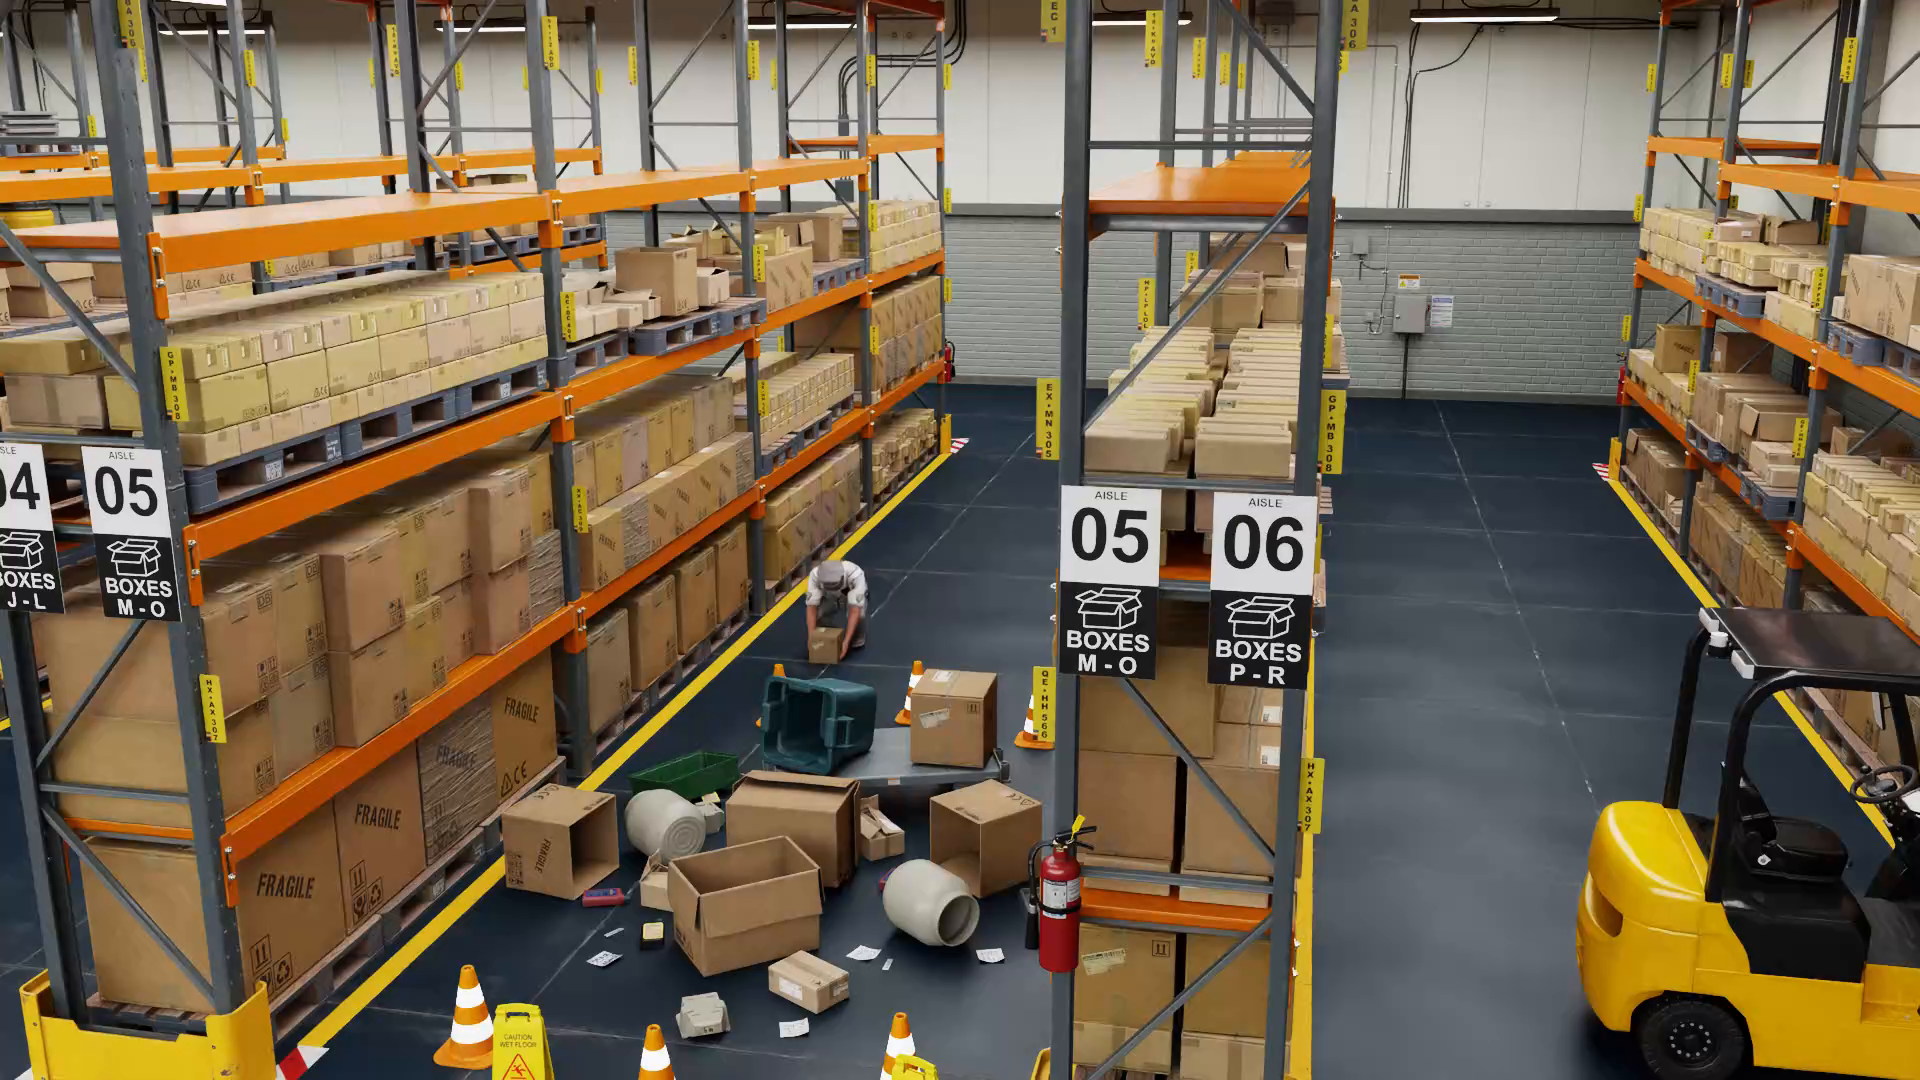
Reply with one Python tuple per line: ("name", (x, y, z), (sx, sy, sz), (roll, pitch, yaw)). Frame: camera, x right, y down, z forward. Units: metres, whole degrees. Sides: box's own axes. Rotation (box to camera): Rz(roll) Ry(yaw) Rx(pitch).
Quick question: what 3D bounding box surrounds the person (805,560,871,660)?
("person", (-1.081, 0.528, 14.678), (0.554, 0.901, 0.956), (3, 15, 11))
